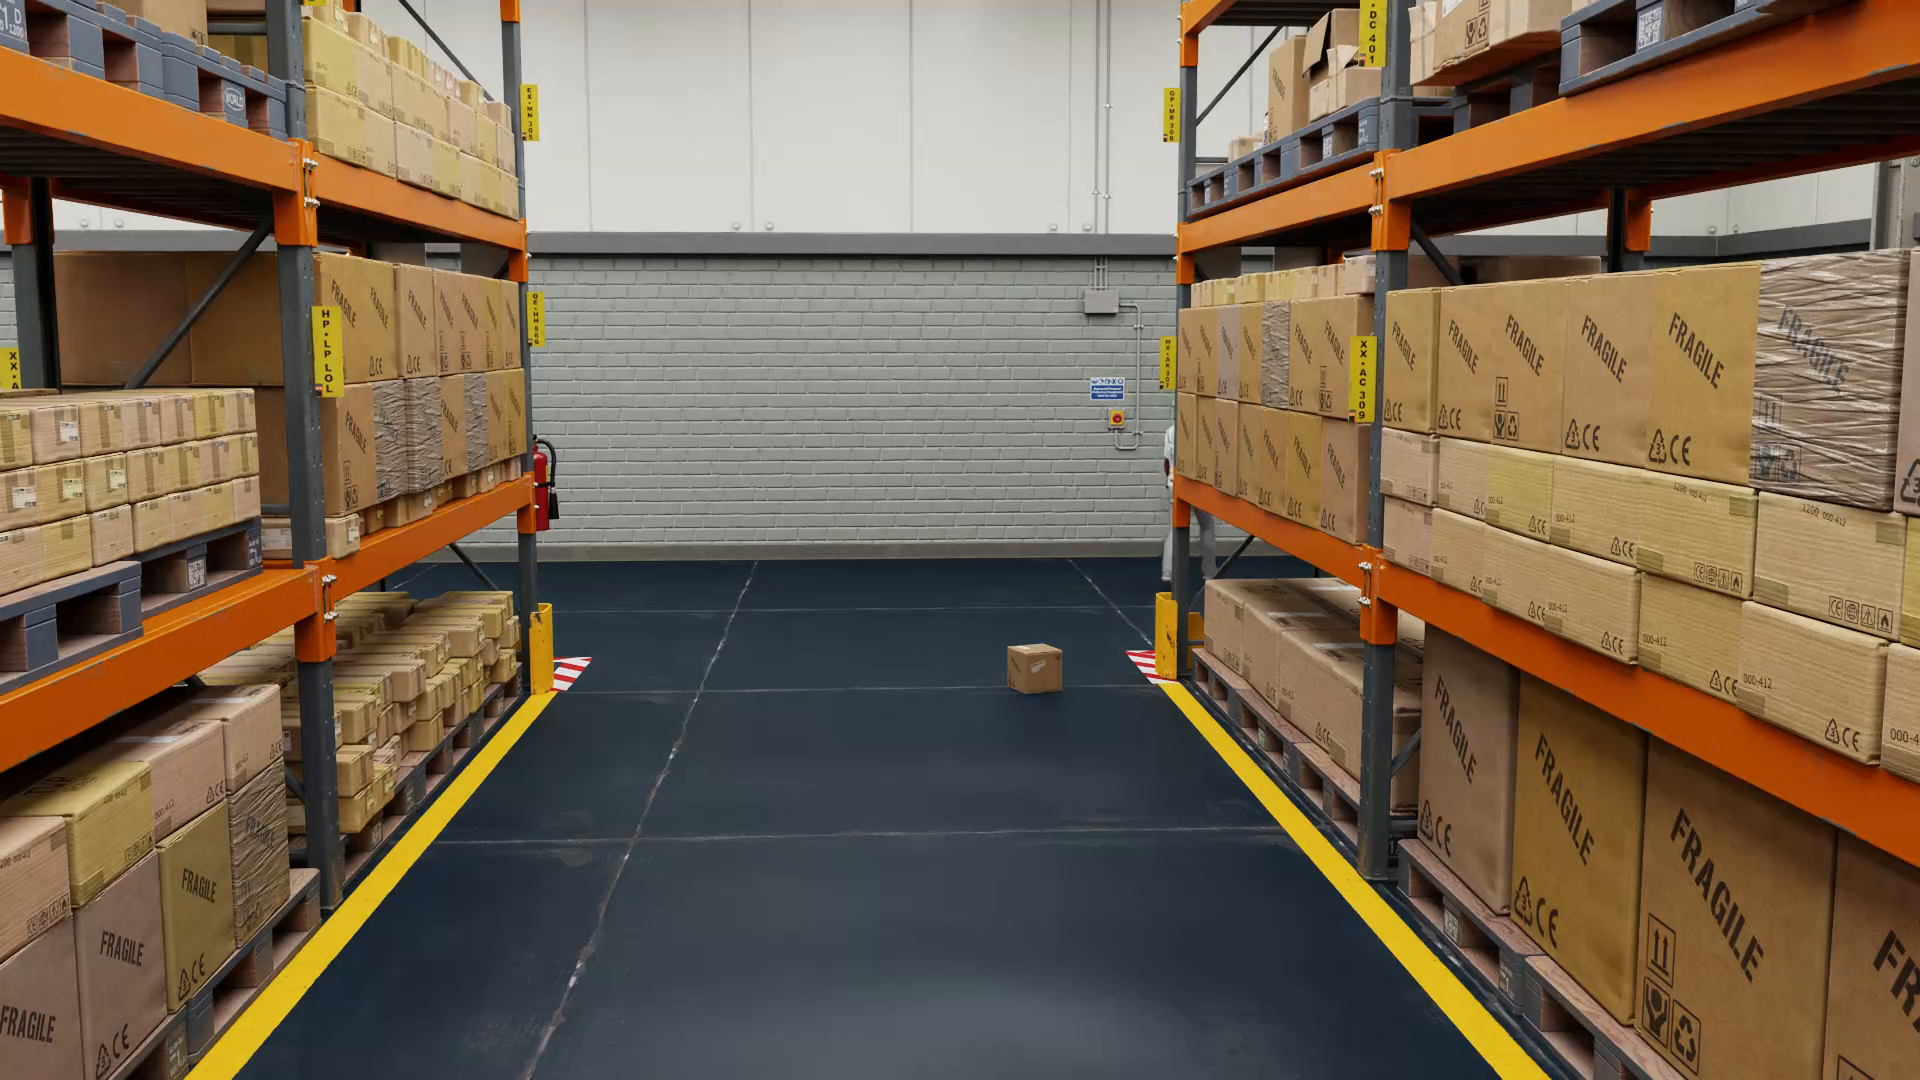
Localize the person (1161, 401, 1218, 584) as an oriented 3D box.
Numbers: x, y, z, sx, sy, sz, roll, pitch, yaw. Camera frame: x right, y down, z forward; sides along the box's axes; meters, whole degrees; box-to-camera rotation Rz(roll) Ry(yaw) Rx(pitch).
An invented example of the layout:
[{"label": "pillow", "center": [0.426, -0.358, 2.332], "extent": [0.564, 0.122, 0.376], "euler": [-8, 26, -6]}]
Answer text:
[{"label": "person", "center": [1.966, -0.444, 14.267], "extent": [0.454, 1.632, 0.962], "euler": [3, 8, 24]}]
